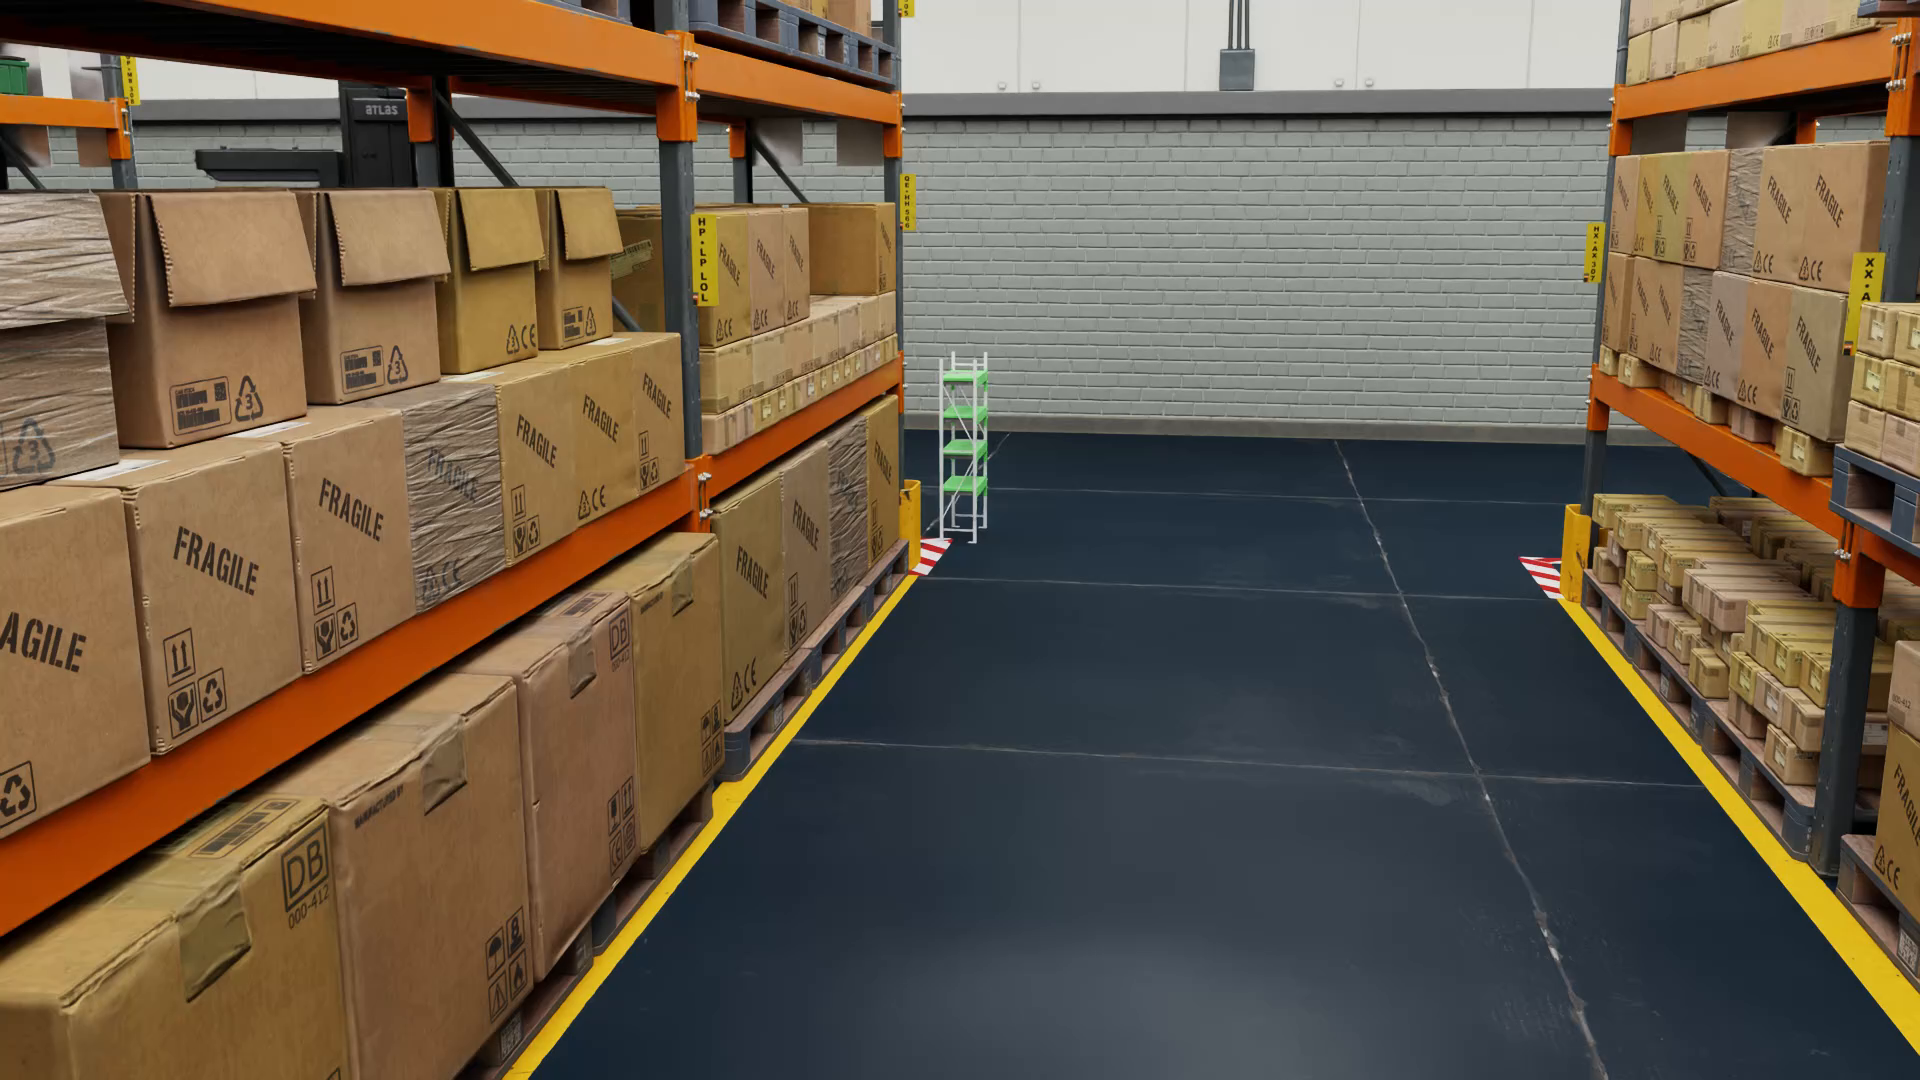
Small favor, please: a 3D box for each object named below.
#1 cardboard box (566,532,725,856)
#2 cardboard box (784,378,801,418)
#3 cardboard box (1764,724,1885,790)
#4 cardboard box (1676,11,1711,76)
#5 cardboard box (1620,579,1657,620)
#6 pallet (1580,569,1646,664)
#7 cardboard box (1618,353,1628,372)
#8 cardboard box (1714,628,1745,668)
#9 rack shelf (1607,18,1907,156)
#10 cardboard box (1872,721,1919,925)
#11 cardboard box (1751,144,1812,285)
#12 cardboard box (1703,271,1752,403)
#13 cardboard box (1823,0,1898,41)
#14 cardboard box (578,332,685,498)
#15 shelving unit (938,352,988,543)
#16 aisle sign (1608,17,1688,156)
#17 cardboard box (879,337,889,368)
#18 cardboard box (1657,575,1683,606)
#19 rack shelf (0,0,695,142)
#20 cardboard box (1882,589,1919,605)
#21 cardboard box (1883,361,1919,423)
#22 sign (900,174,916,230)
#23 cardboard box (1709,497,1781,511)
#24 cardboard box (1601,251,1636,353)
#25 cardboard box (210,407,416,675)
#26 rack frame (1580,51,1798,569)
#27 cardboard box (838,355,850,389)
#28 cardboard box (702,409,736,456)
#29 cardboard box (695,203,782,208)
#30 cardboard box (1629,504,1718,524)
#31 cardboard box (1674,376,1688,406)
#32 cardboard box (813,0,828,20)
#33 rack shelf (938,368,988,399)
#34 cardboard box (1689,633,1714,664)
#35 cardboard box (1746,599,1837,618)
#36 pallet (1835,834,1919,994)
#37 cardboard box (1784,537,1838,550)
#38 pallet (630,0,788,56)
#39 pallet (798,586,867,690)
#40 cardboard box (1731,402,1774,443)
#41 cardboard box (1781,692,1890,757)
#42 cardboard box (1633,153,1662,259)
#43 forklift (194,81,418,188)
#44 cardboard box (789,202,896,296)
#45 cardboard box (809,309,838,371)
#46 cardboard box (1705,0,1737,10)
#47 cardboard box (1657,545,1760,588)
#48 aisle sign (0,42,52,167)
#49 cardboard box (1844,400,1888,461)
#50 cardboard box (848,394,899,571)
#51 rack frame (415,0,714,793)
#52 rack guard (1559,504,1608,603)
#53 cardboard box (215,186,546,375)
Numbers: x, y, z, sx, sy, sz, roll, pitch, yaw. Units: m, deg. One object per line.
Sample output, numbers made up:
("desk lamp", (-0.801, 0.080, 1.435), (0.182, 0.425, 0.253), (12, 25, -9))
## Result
("cardboard box", (-1.538, 0.473, 5.726), (1.225, 0.875, 0.875), (2, 12, 9))
("cardboard box", (-0.927, -0.640, 7.440), (0.380, 0.149, 0.250), (2, 12, 8))
("cardboard box", (3.150, 0.783, 6.010), (0.380, 0.149, 0.250), (2, 12, 9))
("cardboard box", (3.568, -2.236, 7.485), (0.500, 0.250, 0.500), (1, 12, 7))
("cardboard box", (3.506, 0.300, 8.250), (0.380, 0.149, 0.250), (2, 12, 9))
("pallet", (3.870, 0.402, 8.629), (1.003, 0.211, 1.213), (2, 12, 9))
("cardboard box", (3.669, -0.911, 8.699), (0.380, 0.149, 0.250), (2, 12, 11))
("cardboard box", (3.369, 0.439, 6.902), (0.380, 0.149, 0.250), (2, 12, 10))
("rack shelf", (3.734, -1.844, 7.016), (1.077, 0.370, 4.000), (2, 12, 9))
("cardboard box", (3.050, 0.849, 4.870), (0.500, 0.500, 0.500), (2, 12, 11))
("cardboard box", (3.305, -1.210, 6.172), (0.500, 0.500, 0.500), (1, 12, 7))
("cardboard box", (3.380, -0.828, 6.774), (0.500, 0.500, 0.500), (2, 12, 8))
("cardboard box", (3.235, -1.817, 5.539), (0.500, 0.250, 0.500), (2, 12, 10))
("cardboard box", (-1.261, -0.437, 5.664), (0.500, 0.500, 0.500), (2, 12, 9))
("shelving unit", (0.025, -0.621, 11.027), (0.258, 1.200, 0.503), (2, 12, 9))
("aisle sign", (3.756, -2.441, 9.030), (0.394, 0.787, 0.004), (2, 12, 9))
("cardboard box", (-0.612, -1.065, 9.413), (0.380, 0.149, 0.250), (2, 12, 9))
("cardboard box", (3.565, 0.216, 7.937), (0.380, 0.149, 0.250), (1, 12, 6))
("rack shelf", (-1.767, -1.193, 3.996), (1.077, 0.370, 4.000), (2, 12, 9))
("cardboard box", (3.912, 0.305, 6.817), (0.380, 0.149, 0.250), (2, 12, 10))
("cardboard box", (2.873, -0.419, 4.713), (0.380, 0.149, 0.250), (2, 12, 8))
("sign", (-0.310, -1.988, 9.789), (0.100, 0.325, 0.005), (2, 12, 9))
("cardboard box", (4.210, -0.129, 8.832), (0.380, 0.149, 0.250), (2, 12, 9))
("cardboard box", (3.699, -1.255, 8.754), (0.500, 0.500, 0.500), (2, 12, 11))
("cardboard box", (-1.579, -0.017, 3.716), (0.500, 0.500, 0.500), (2, 12, 8))
("rack frame", (4.041, -1.145, 9.188), (1.000, 3.000, 0.127), (2, 12, 9))
("cardboard box", (-0.769, -0.853, 8.427), (0.380, 0.149, 0.250), (2, 12, 9))
("cardboard box", (-1.085, -0.422, 6.430), (0.380, 0.149, 0.250), (2, 12, 9))
("cardboard box", (-1.262, -1.571, 9.031), (0.500, 0.500, 0.500), (2, 12, 7))
("cardboard box", (3.701, -0.089, 8.642), (0.380, 0.149, 0.250), (2, 12, 10))
("cardboard box", (3.539, -0.693, 7.684), (0.380, 0.149, 0.250), (2, 12, 8))
("cardboard box", (-1.077, -2.873, 8.614), (0.700, 0.500, 0.500), (1, 12, 7))
("rack shelf", (0.026, -1.028, 10.939), (0.258, 0.148, 0.480), (2, 12, 9))
("cardboard box", (3.415, 0.515, 7.252), (0.380, 0.149, 0.250), (2, 12, 10))
("cardboard box", (3.372, 0.344, 6.634), (0.380, 0.149, 0.250), (2, 12, 11))
("pallet", (3.308, 1.213, 4.866), (1.003, 0.211, 1.213), (2, 12, 9))
("cardboard box", (4.112, 0.089, 7.820), (0.380, 0.149, 0.250), (2, 12, 11))
("pallet", (-1.323, -2.087, 6.650), (1.003, 0.211, 1.213), (2, 12, 9))
("pallet", (-1.080, 0.458, 8.366), (1.003, 0.211, 1.213), (2, 12, 9))
("cardboard box", (3.347, -0.478, 6.688), (0.380, 0.149, 0.250), (1, 12, 6))
("cardboard box", (3.160, 0.654, 5.901), (0.380, 0.149, 0.250), (2, 12, 10))
("cardboard box", (3.639, -1.638, 8.159), (0.500, 0.500, 0.500), (2, 12, 10))
("forklift", (-4.067, -1.356, 10.327), (3.031, 2.935, 1.130), (-3, 13, -15))
("cardboard box", (-0.659, -1.656, 9.427), (0.500, 0.500, 0.500), (2, 12, 9))
("cardboard box", (-0.889, -0.970, 8.023), (0.500, 0.250, 0.500), (2, 12, 9))
("cardboard box", (3.472, -2.381, 6.971), (0.500, 0.250, 0.500), (1, 12, 7))
("cardboard box", (3.442, 0.125, 7.652), (0.380, 0.149, 0.250), (2, 12, 10))
("aisle sign", (-6.021, -2.783, 10.616), (0.394, 0.787, 0.004), (2, 12, 9))
("cardboard box", (2.911, -0.328, 4.995), (0.380, 0.149, 0.250), (1, 12, 6))
("cardboard box", (-0.864, -0.358, 9.581), (0.875, 0.875, 0.875), (2, 12, 9))
("rack frame", (-1.459, -0.494, 6.168), (1.000, 3.000, 0.127), (2, 12, 9))
("rack guard", (4.030, 0.092, 9.378), (1.175, 0.500, 0.348), (2, 12, 9))
("cardboard box", (-1.666, -0.758, 4.772), (0.797, 0.503, 0.637), (2, 12, 9))
